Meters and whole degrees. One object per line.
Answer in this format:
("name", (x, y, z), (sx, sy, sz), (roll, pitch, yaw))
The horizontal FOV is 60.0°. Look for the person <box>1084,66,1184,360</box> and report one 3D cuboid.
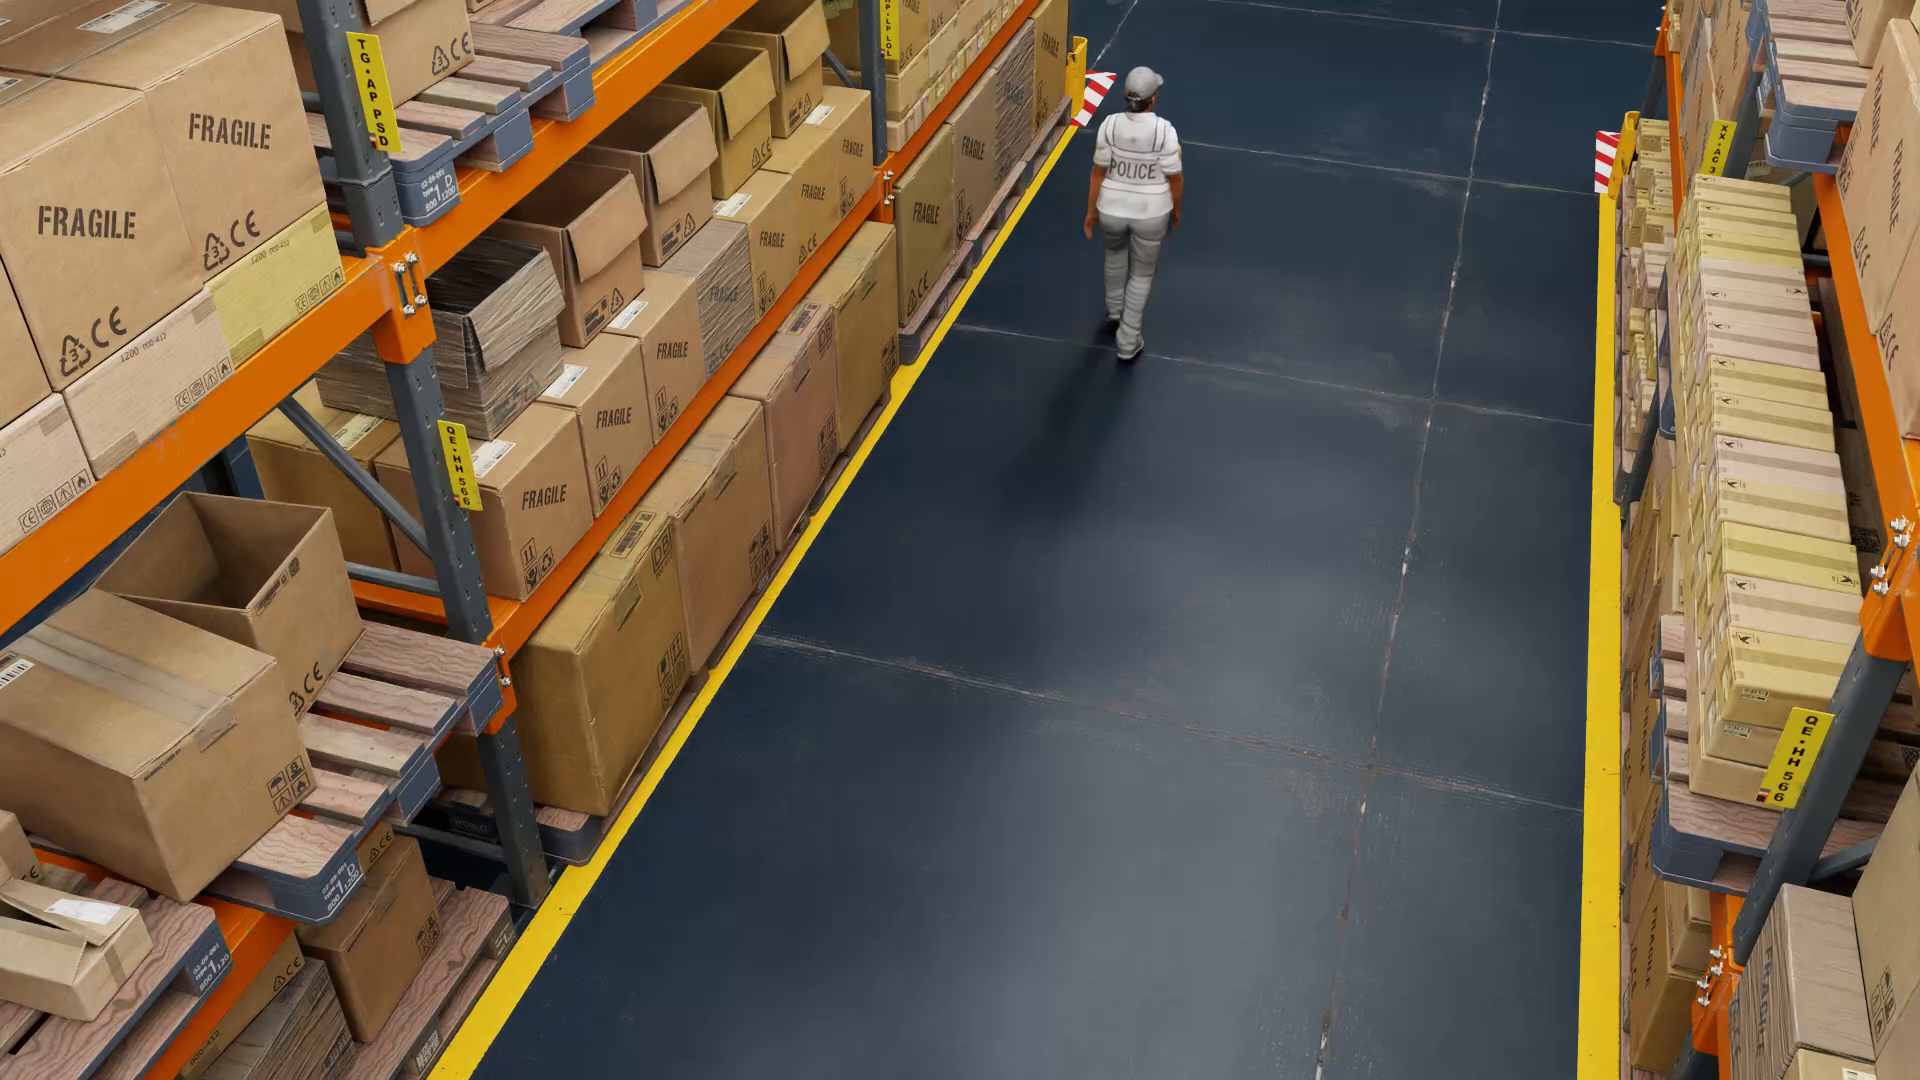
("person", (0.988, -1.824, 9.318), (0.512, 1.730, 0.630), (13, 39, 17))
